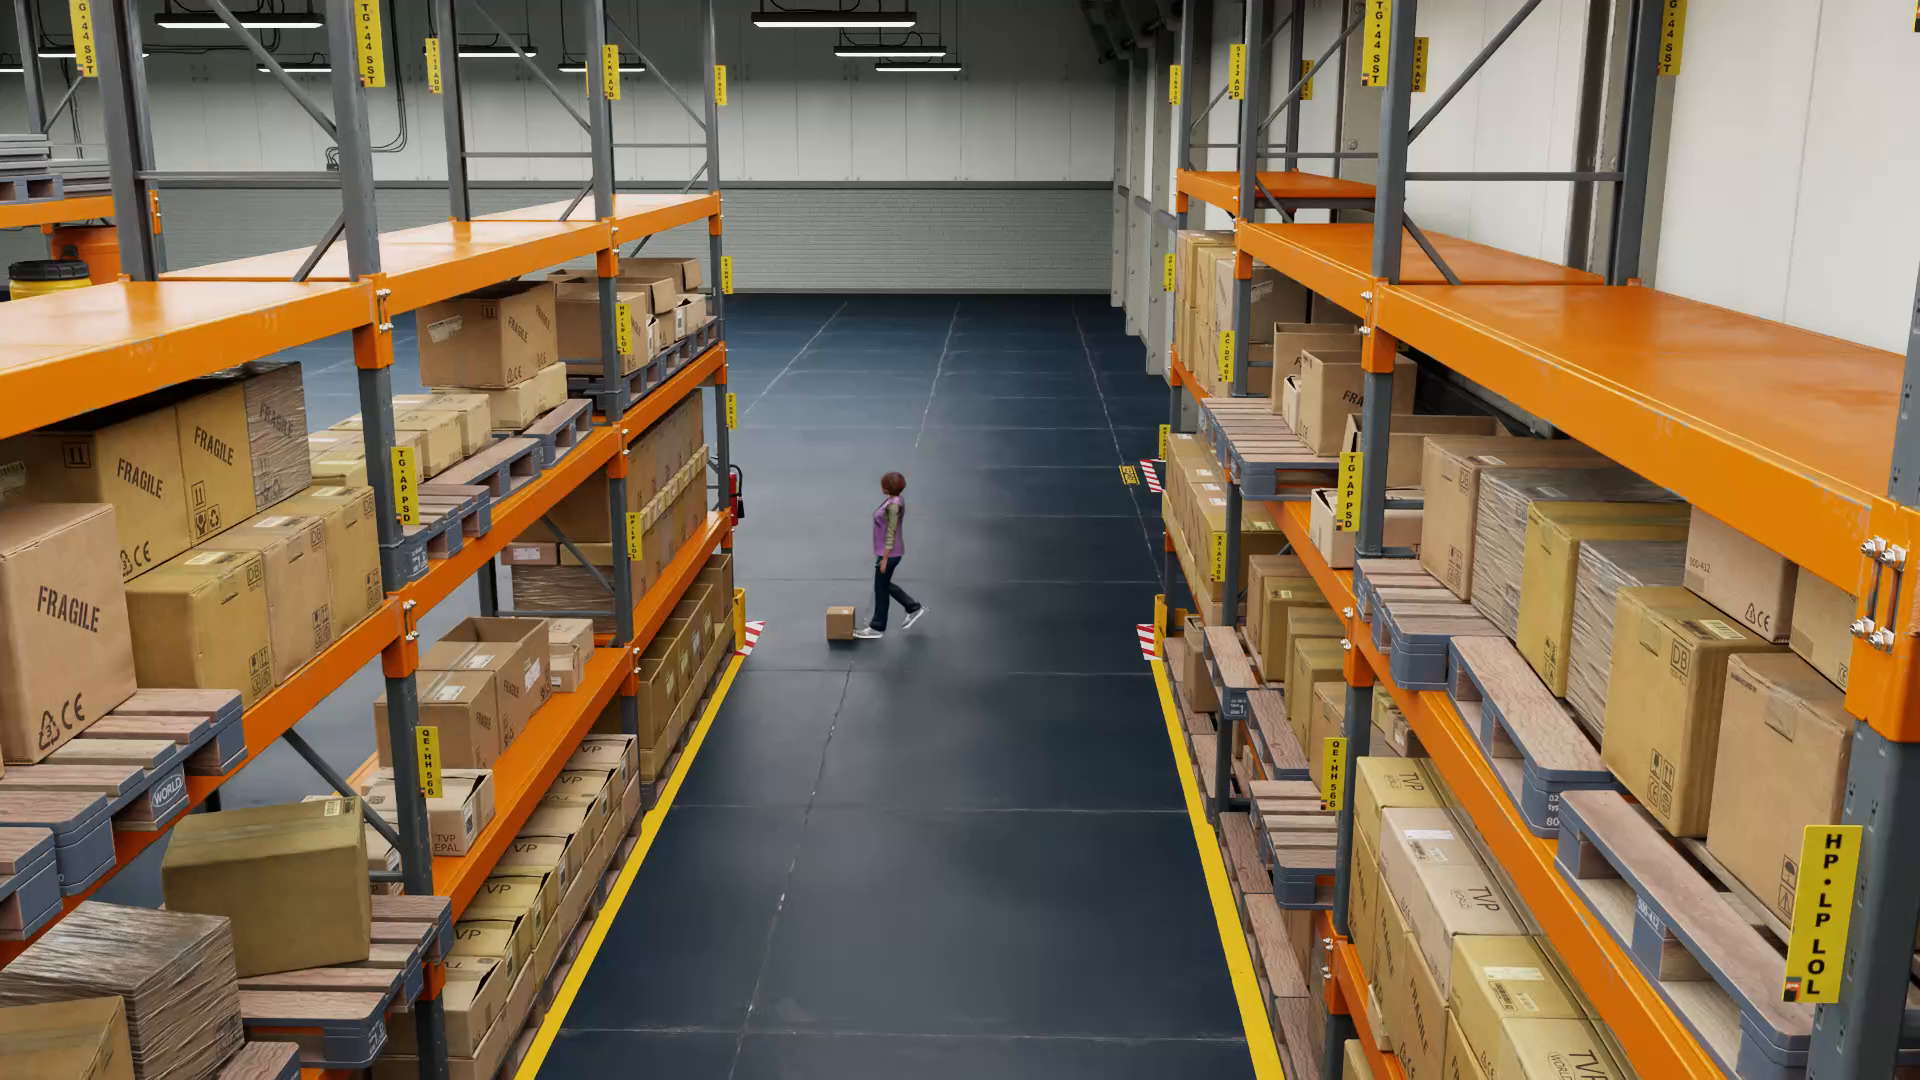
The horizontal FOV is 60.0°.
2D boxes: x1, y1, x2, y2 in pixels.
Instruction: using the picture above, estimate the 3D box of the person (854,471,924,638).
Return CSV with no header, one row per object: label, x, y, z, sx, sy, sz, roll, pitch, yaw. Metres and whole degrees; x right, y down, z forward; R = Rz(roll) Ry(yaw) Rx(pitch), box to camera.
person,-0.668,0.129,15.493,0.649,1.580,0.427,0,14,2
